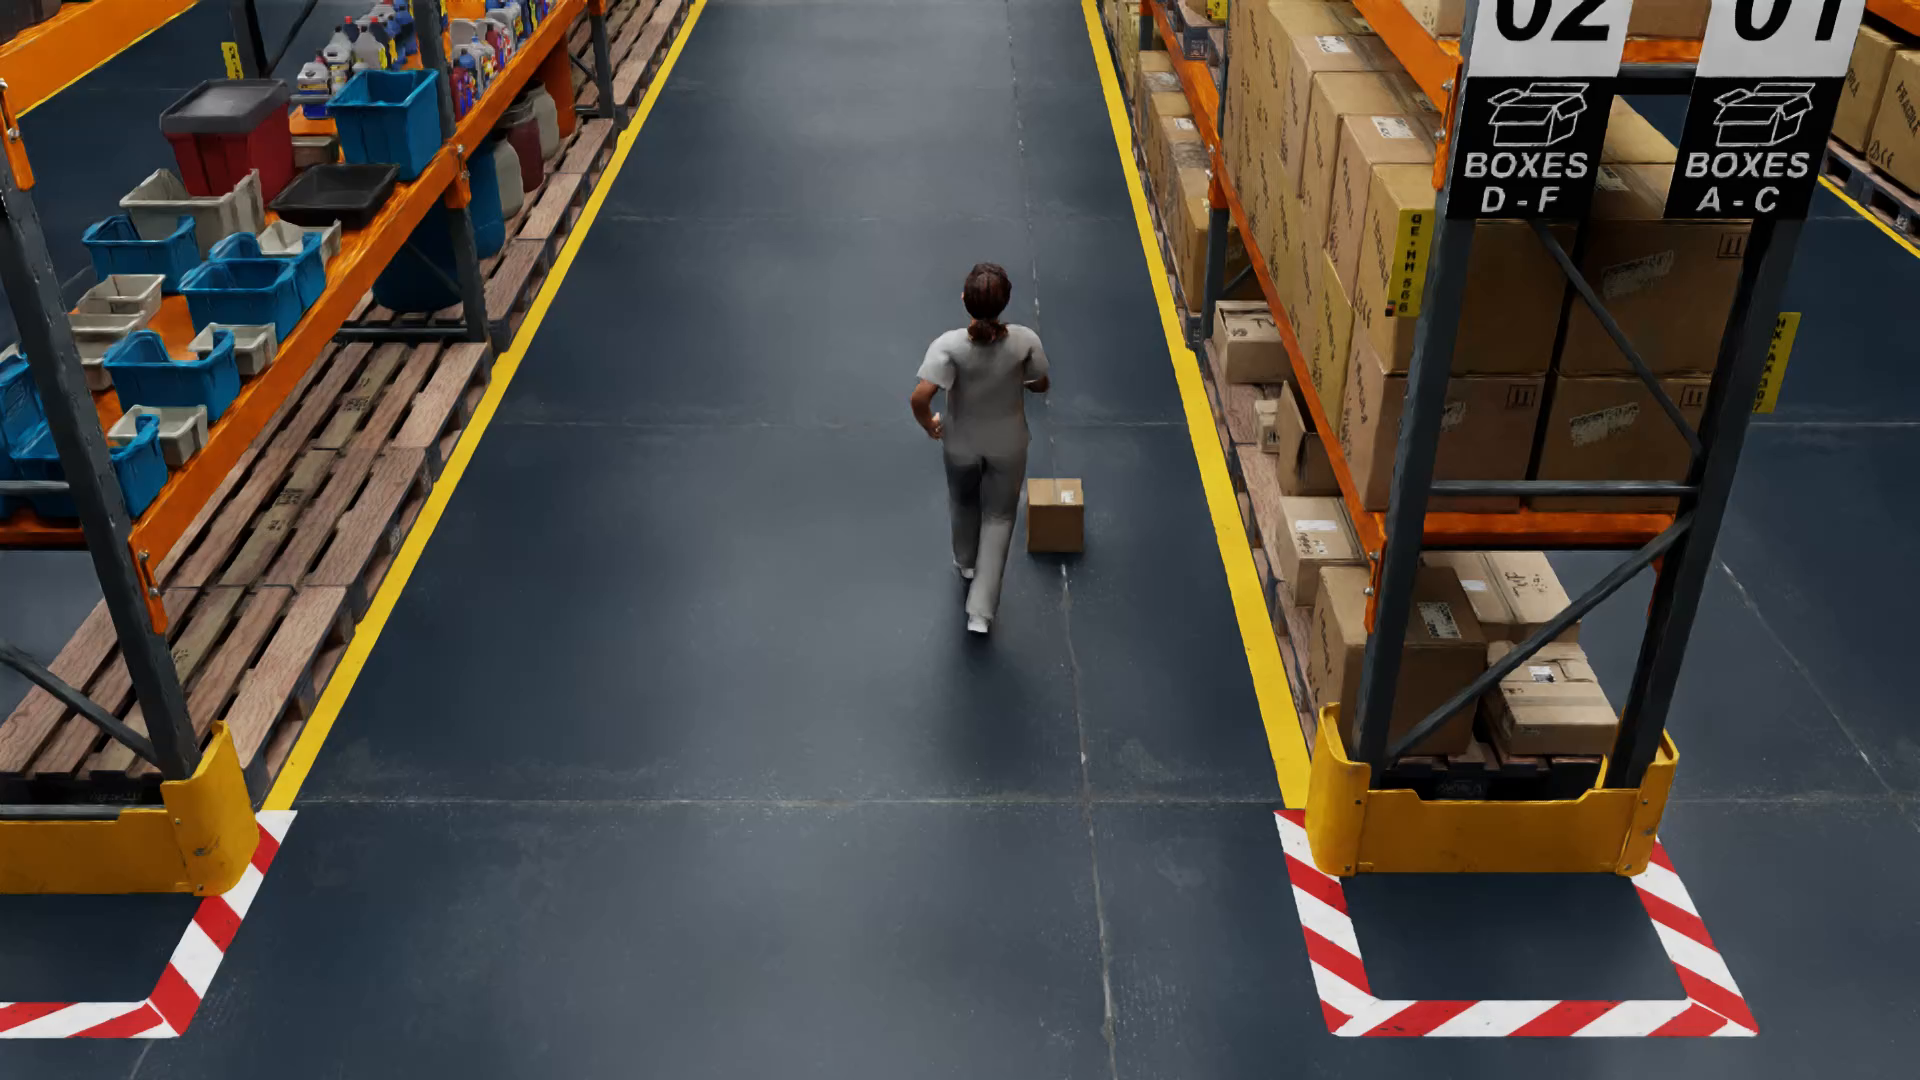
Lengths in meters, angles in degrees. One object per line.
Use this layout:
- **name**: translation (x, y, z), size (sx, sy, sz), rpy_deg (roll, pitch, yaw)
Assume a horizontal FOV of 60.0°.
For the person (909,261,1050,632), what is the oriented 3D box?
- **person**: translation (0.101, -0.439, 6.868), size (0.531, 1.648, 0.788), rpy_deg (3, 32, 5)
